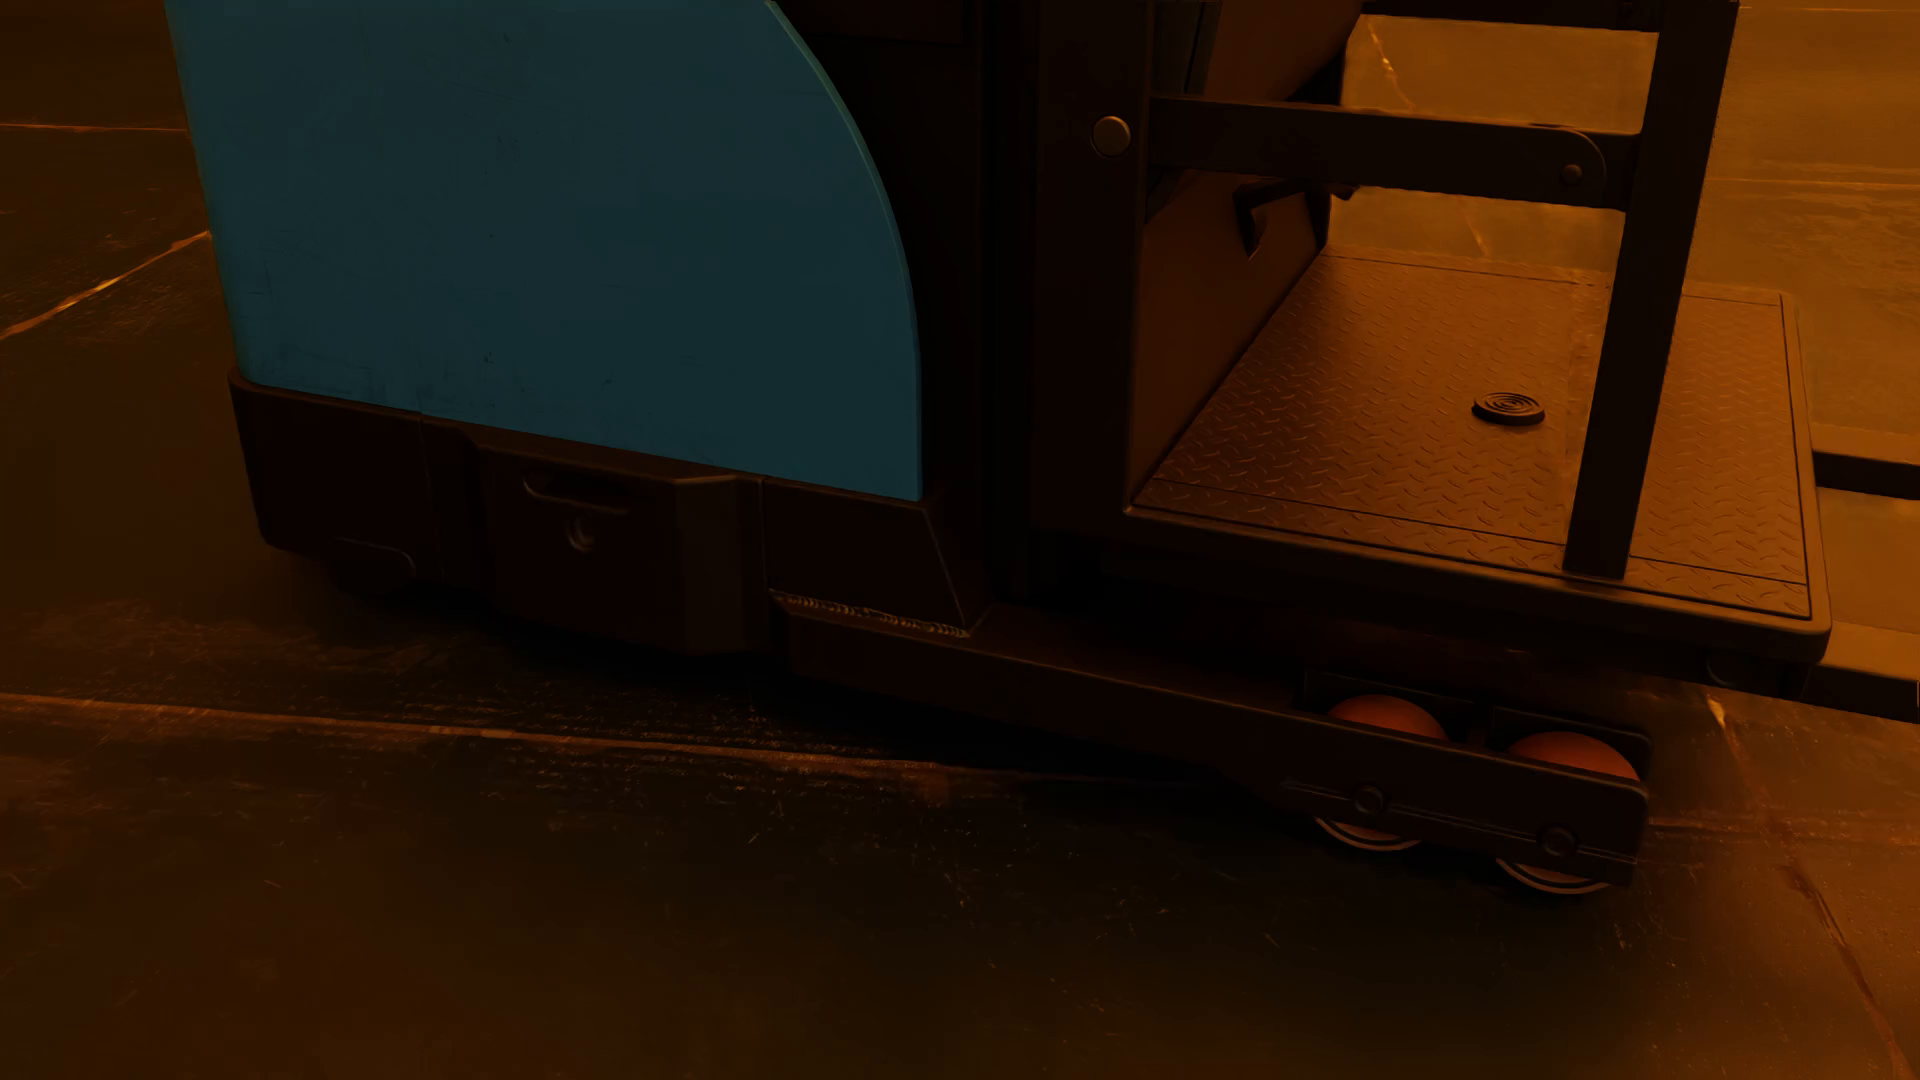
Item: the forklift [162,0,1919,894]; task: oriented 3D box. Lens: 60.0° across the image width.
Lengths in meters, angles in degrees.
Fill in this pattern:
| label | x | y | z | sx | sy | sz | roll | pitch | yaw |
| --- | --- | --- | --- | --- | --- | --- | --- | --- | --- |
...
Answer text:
| label | x | y | z | sx | sy | sz | roll | pitch | yaw |
| --- | --- | --- | --- | --- | --- | --- | --- | --- | --- |
| forklift | 0.565 | -1.209 | 1.640 | 3.031 | 2.935 | 1.130 | 10 | 28 | 20 |
